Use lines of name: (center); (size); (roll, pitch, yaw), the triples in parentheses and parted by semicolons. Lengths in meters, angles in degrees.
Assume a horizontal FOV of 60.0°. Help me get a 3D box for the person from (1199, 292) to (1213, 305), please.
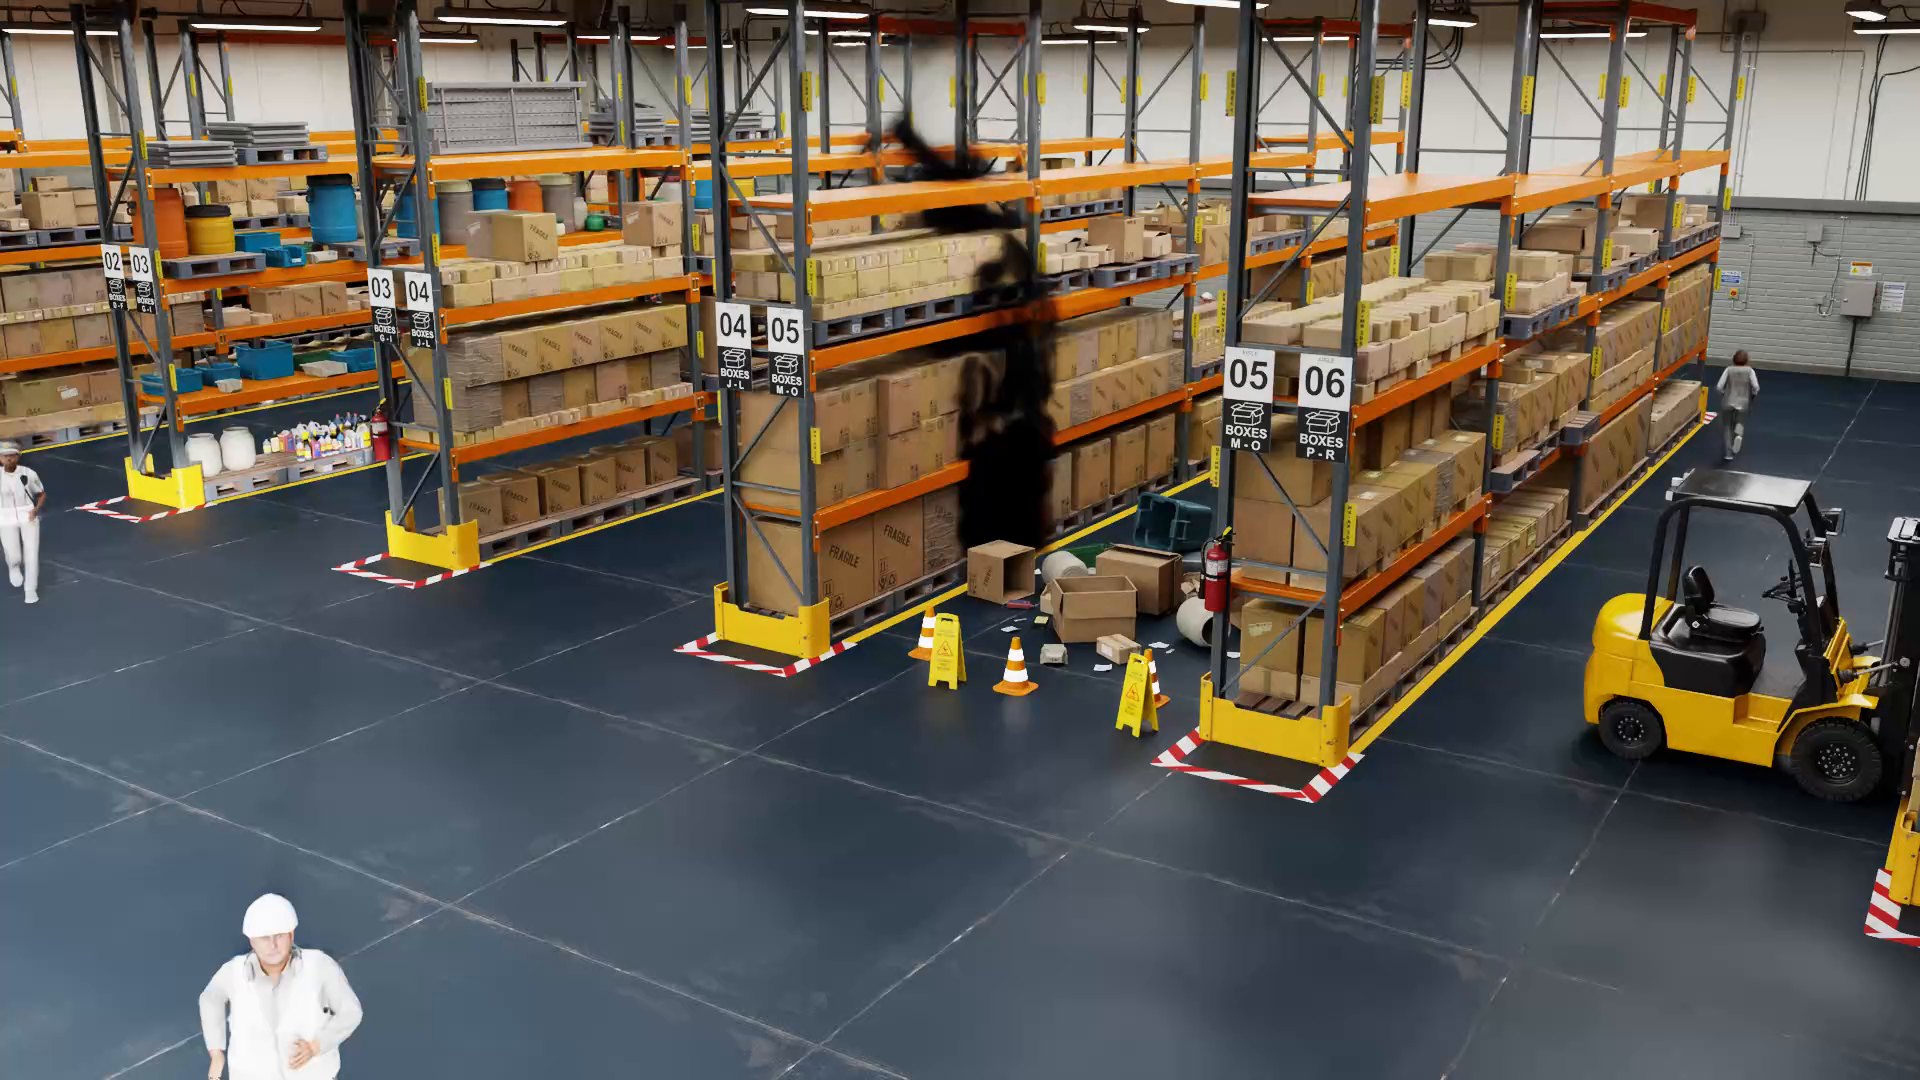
person: (4.165, -3.237, 27.632); (0.669, 1.762, 0.667); (14, 21, 42)

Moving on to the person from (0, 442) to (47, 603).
person: (-9.541, -0.185, 16.840); (0.584, 1.663, 0.563); (-9, 18, -29)

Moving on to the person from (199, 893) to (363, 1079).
person: (-2.944, 2.375, 7.298); (0.656, 1.785, 0.878); (-6, 17, -22)

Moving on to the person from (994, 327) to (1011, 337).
person: (0.515, -1.871, 21.643); (0.692, 1.802, 0.660); (6, 17, 20)

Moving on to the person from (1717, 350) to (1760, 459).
person: (10.765, -1.872, 23.074); (0.536, 1.552, 0.545); (7, 17, 24)
